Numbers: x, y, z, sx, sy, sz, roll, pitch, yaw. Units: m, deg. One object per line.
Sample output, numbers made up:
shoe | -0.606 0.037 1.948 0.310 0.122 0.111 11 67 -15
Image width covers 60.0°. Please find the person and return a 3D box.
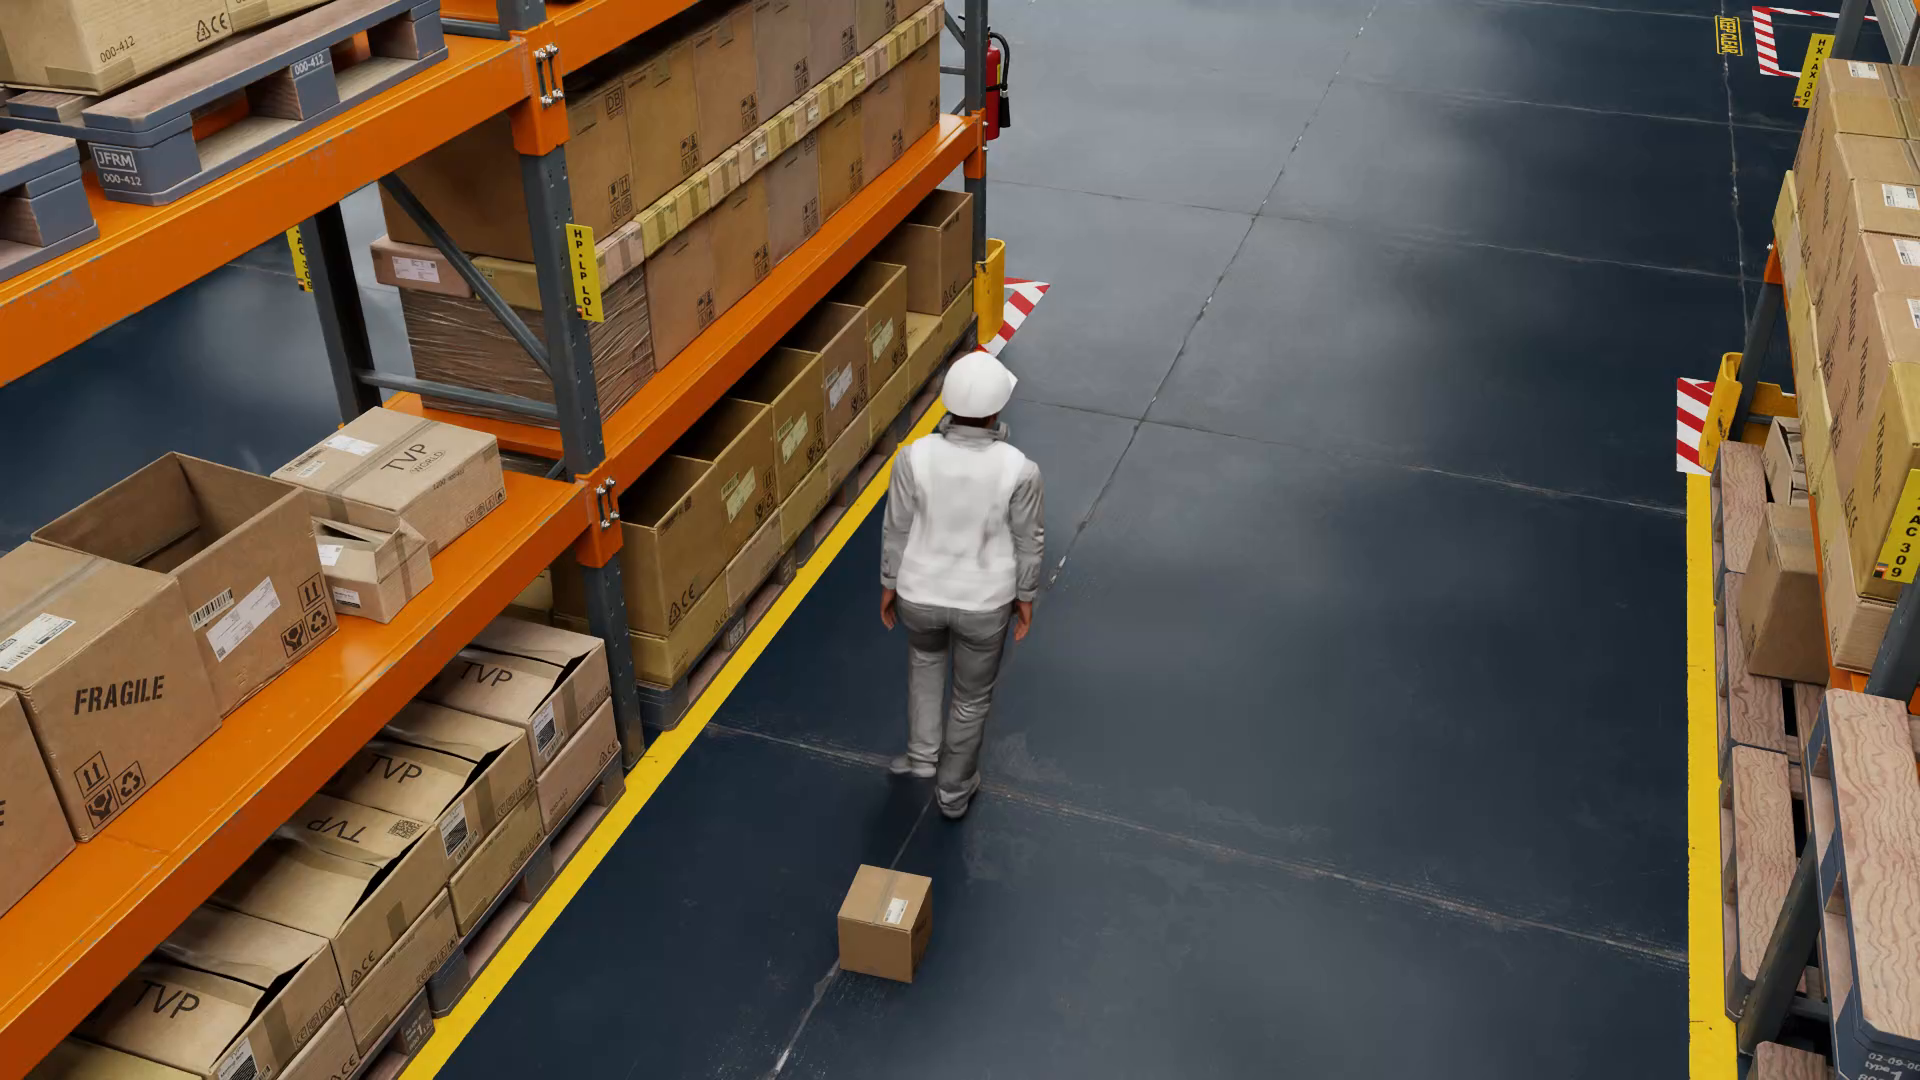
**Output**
person | 0.010 0.173 5.816 0.560 1.760 0.488 7 34 10
